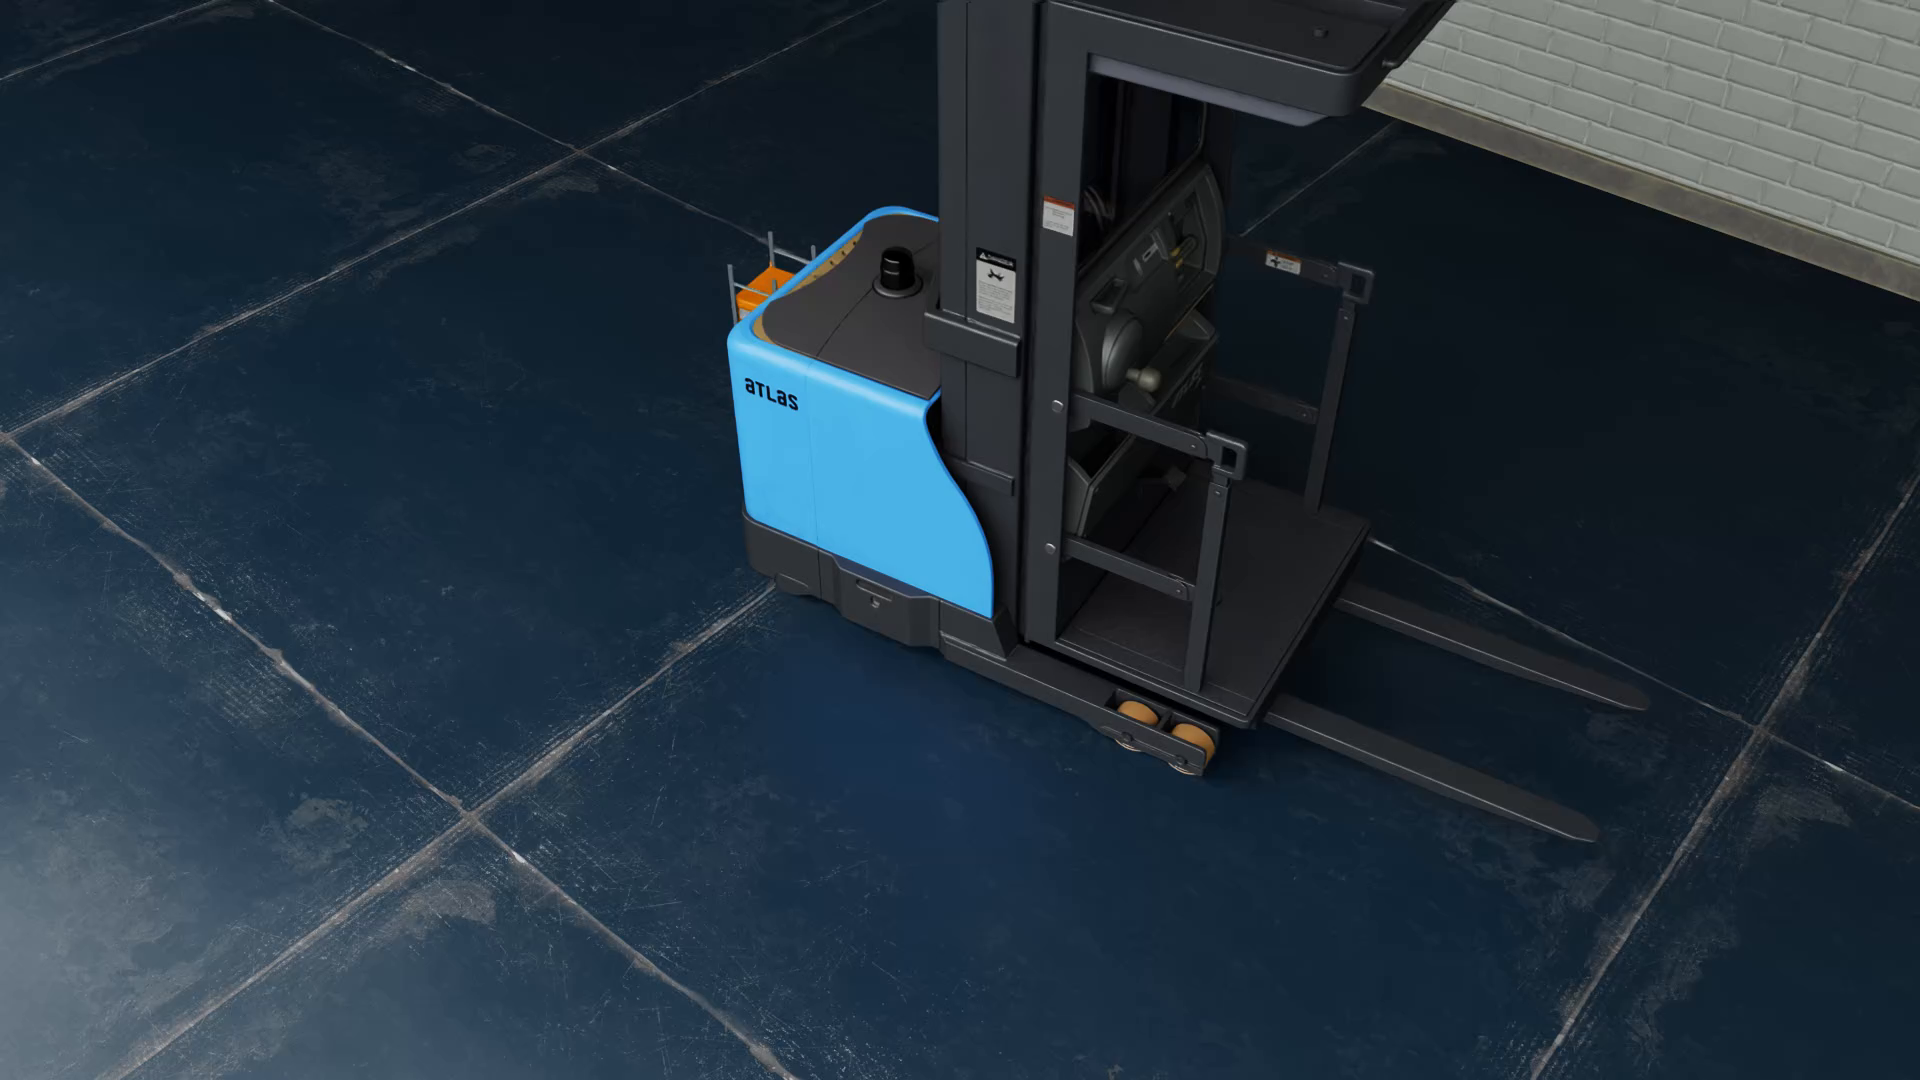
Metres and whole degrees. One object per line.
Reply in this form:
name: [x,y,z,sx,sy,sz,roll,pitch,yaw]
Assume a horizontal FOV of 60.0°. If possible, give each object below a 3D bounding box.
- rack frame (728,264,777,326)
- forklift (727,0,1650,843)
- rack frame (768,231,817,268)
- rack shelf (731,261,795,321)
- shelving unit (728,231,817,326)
rack frame: [-0.713,-0.529,6.051,0.200,1.050,0.008,21,46,22]
forklift: [0.753,-0.734,4.879,3.031,2.935,1.130,22,47,22]
rack frame: [-0.592,-0.671,6.208,0.200,1.050,0.008,21,46,22]
rack shelf: [-0.653,-0.802,5.946,0.215,0.259,0.240,21,46,22]
shelving unit: [-0.653,-0.600,6.130,0.215,1.050,0.252,21,46,22]
